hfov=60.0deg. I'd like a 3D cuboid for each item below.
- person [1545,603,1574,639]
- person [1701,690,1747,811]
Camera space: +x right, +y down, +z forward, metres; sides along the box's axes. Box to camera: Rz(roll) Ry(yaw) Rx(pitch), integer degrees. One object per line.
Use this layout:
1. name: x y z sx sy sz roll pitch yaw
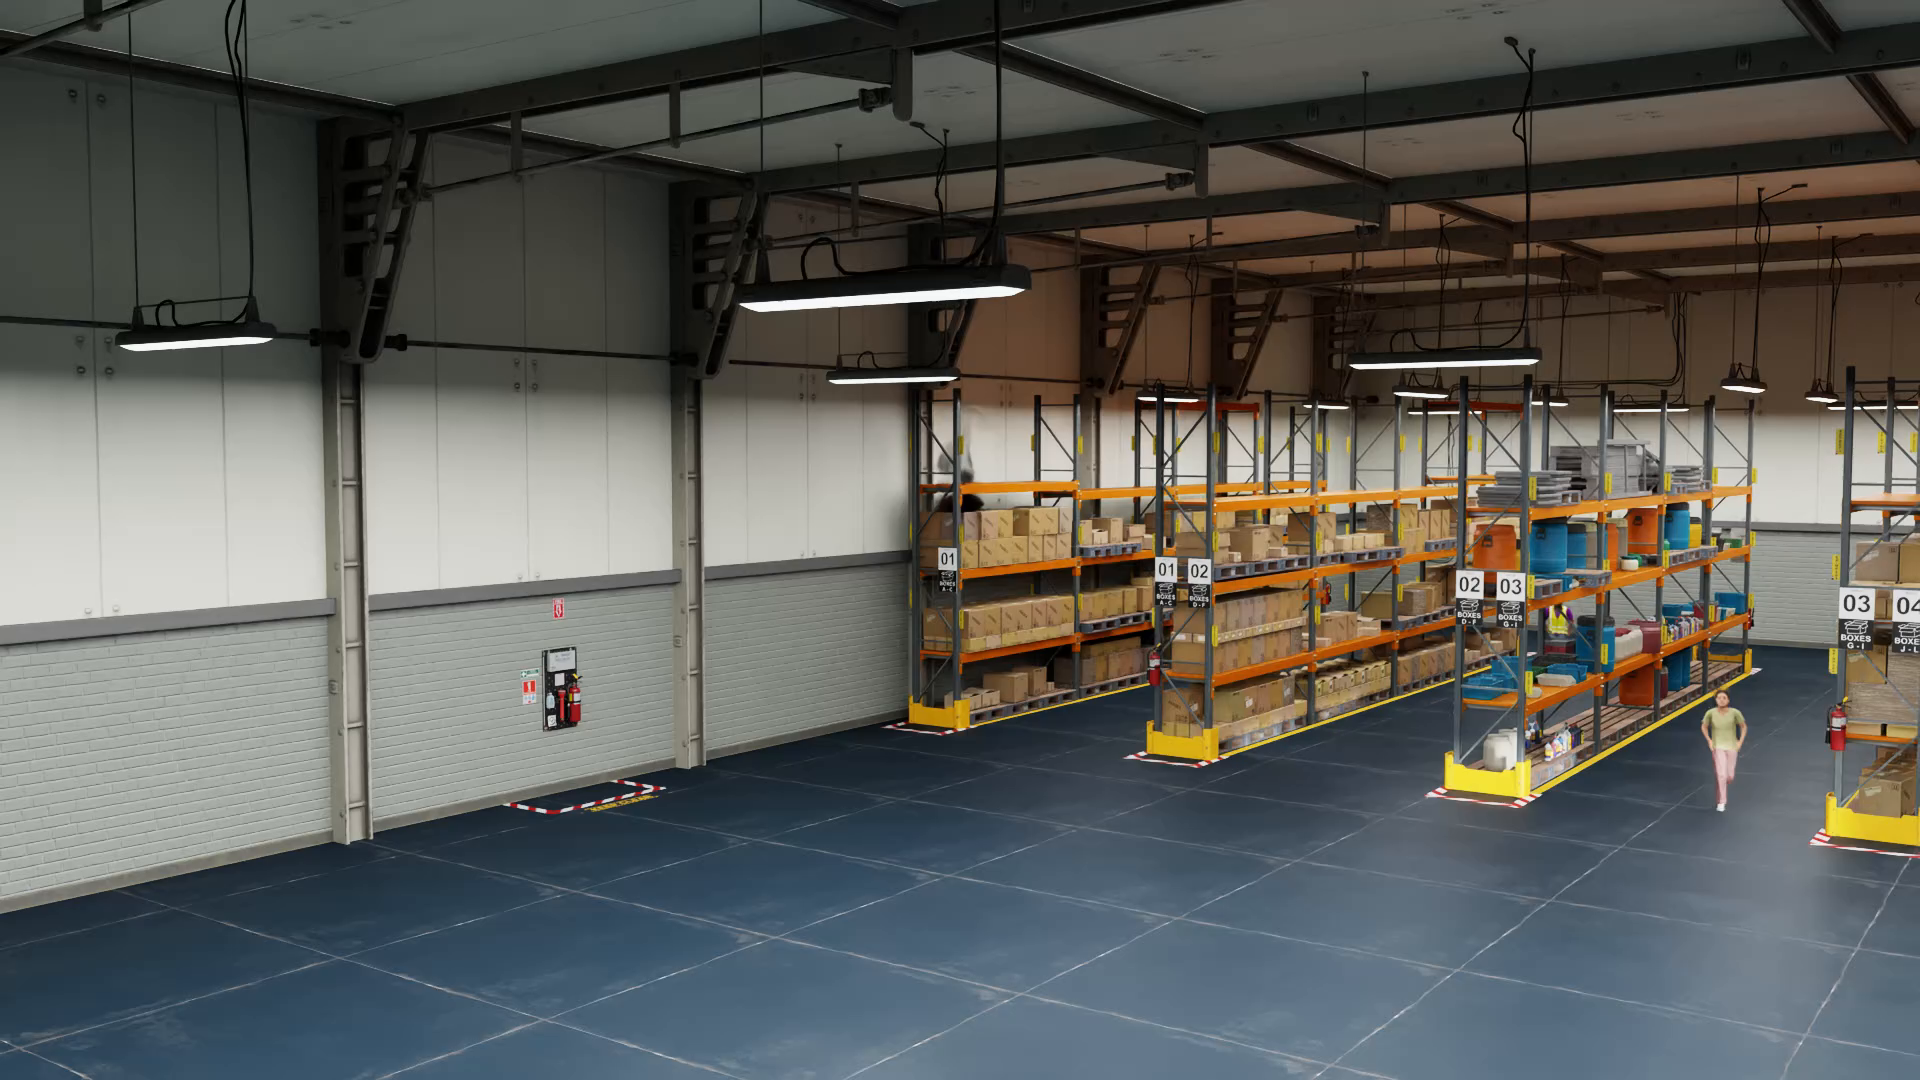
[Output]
1. person: 13.104 2.058 36.543 0.673 1.732 0.612 1 4 23
2. person: 10.559 2.883 23.007 0.577 1.656 0.630 1 4 23
